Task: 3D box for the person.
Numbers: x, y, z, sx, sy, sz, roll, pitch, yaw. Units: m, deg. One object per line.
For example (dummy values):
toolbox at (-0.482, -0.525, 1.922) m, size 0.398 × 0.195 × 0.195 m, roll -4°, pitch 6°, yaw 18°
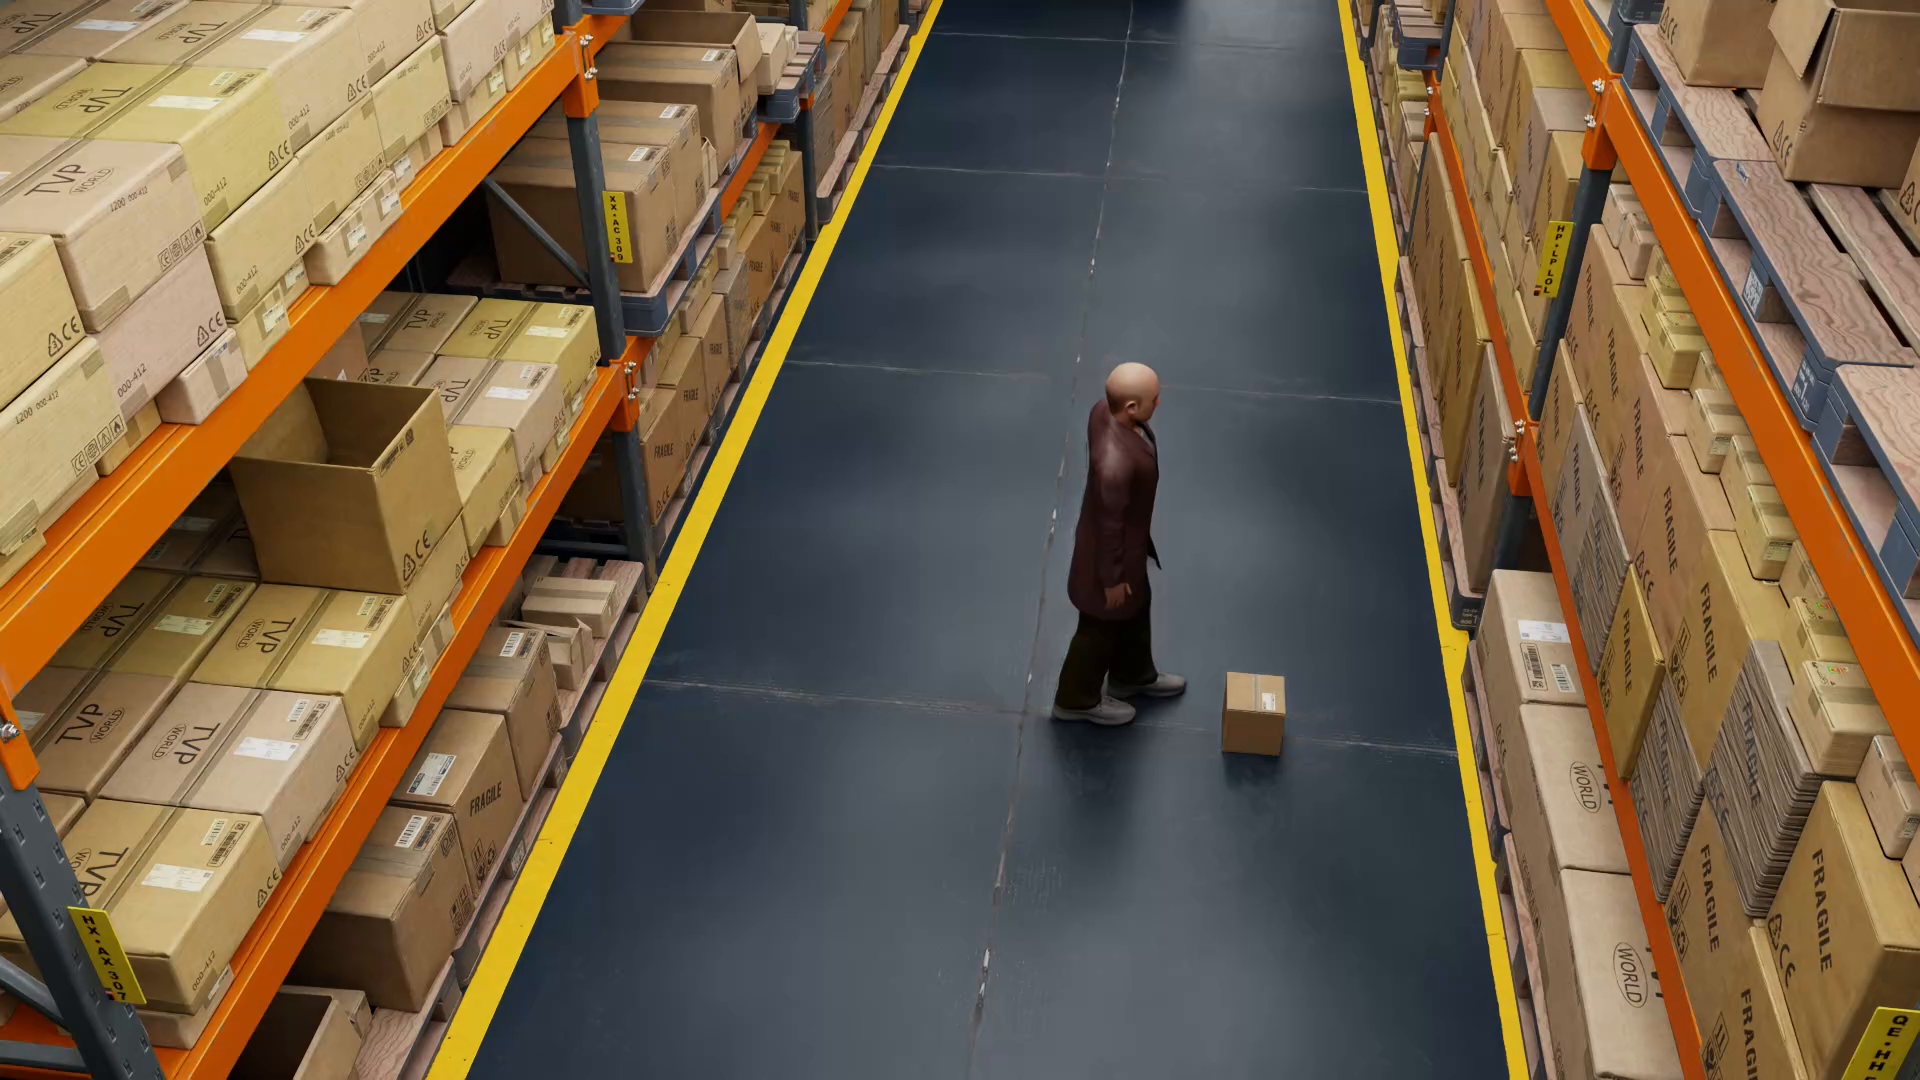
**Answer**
person at (0.720, 0.027, 6.994) m, size 0.612 × 1.783 × 0.609 m, roll 2°, pitch 36°, yaw 3°
